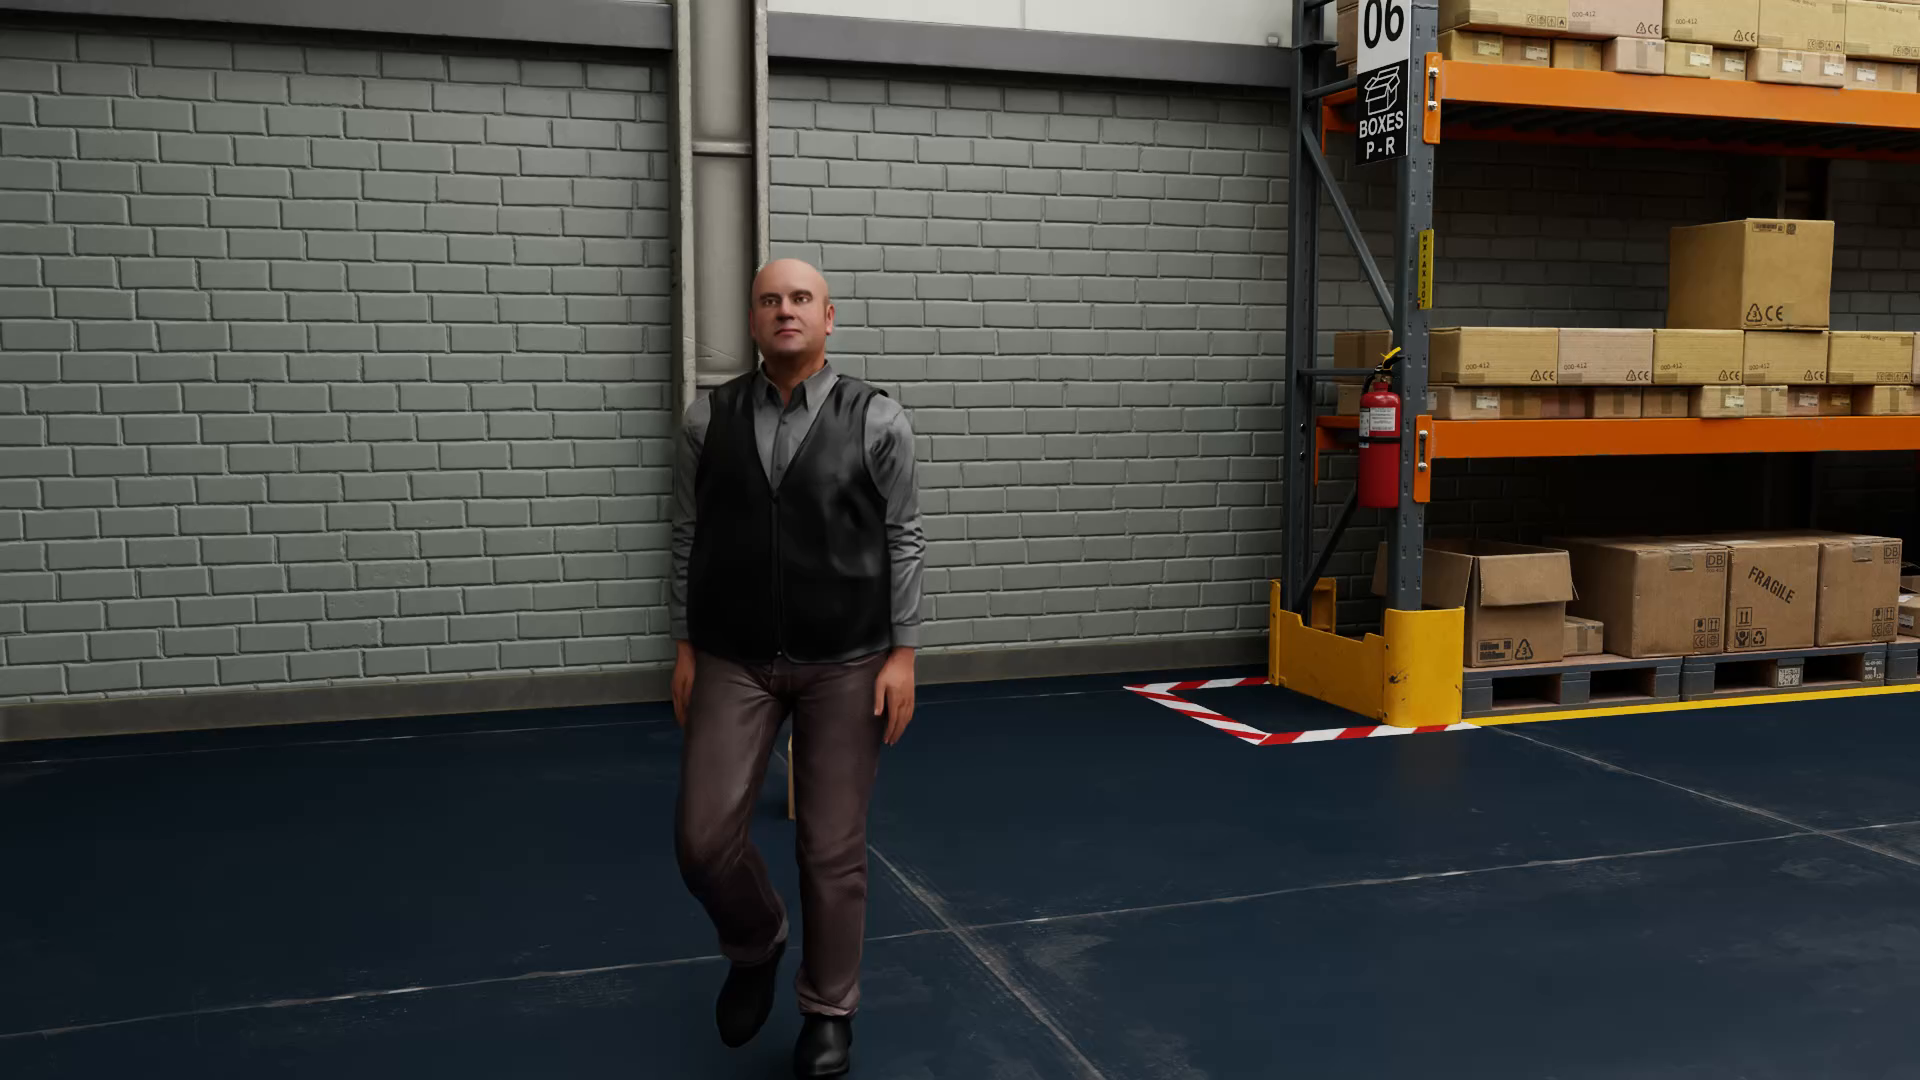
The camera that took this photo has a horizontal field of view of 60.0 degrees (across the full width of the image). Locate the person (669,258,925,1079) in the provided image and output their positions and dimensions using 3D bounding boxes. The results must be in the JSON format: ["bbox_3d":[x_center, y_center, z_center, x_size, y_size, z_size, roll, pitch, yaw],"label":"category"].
[{"bbox_3d":[-0.352,0.308,3.511,0.553,1.638,0.470,0,6,3],"label":"person"}]
